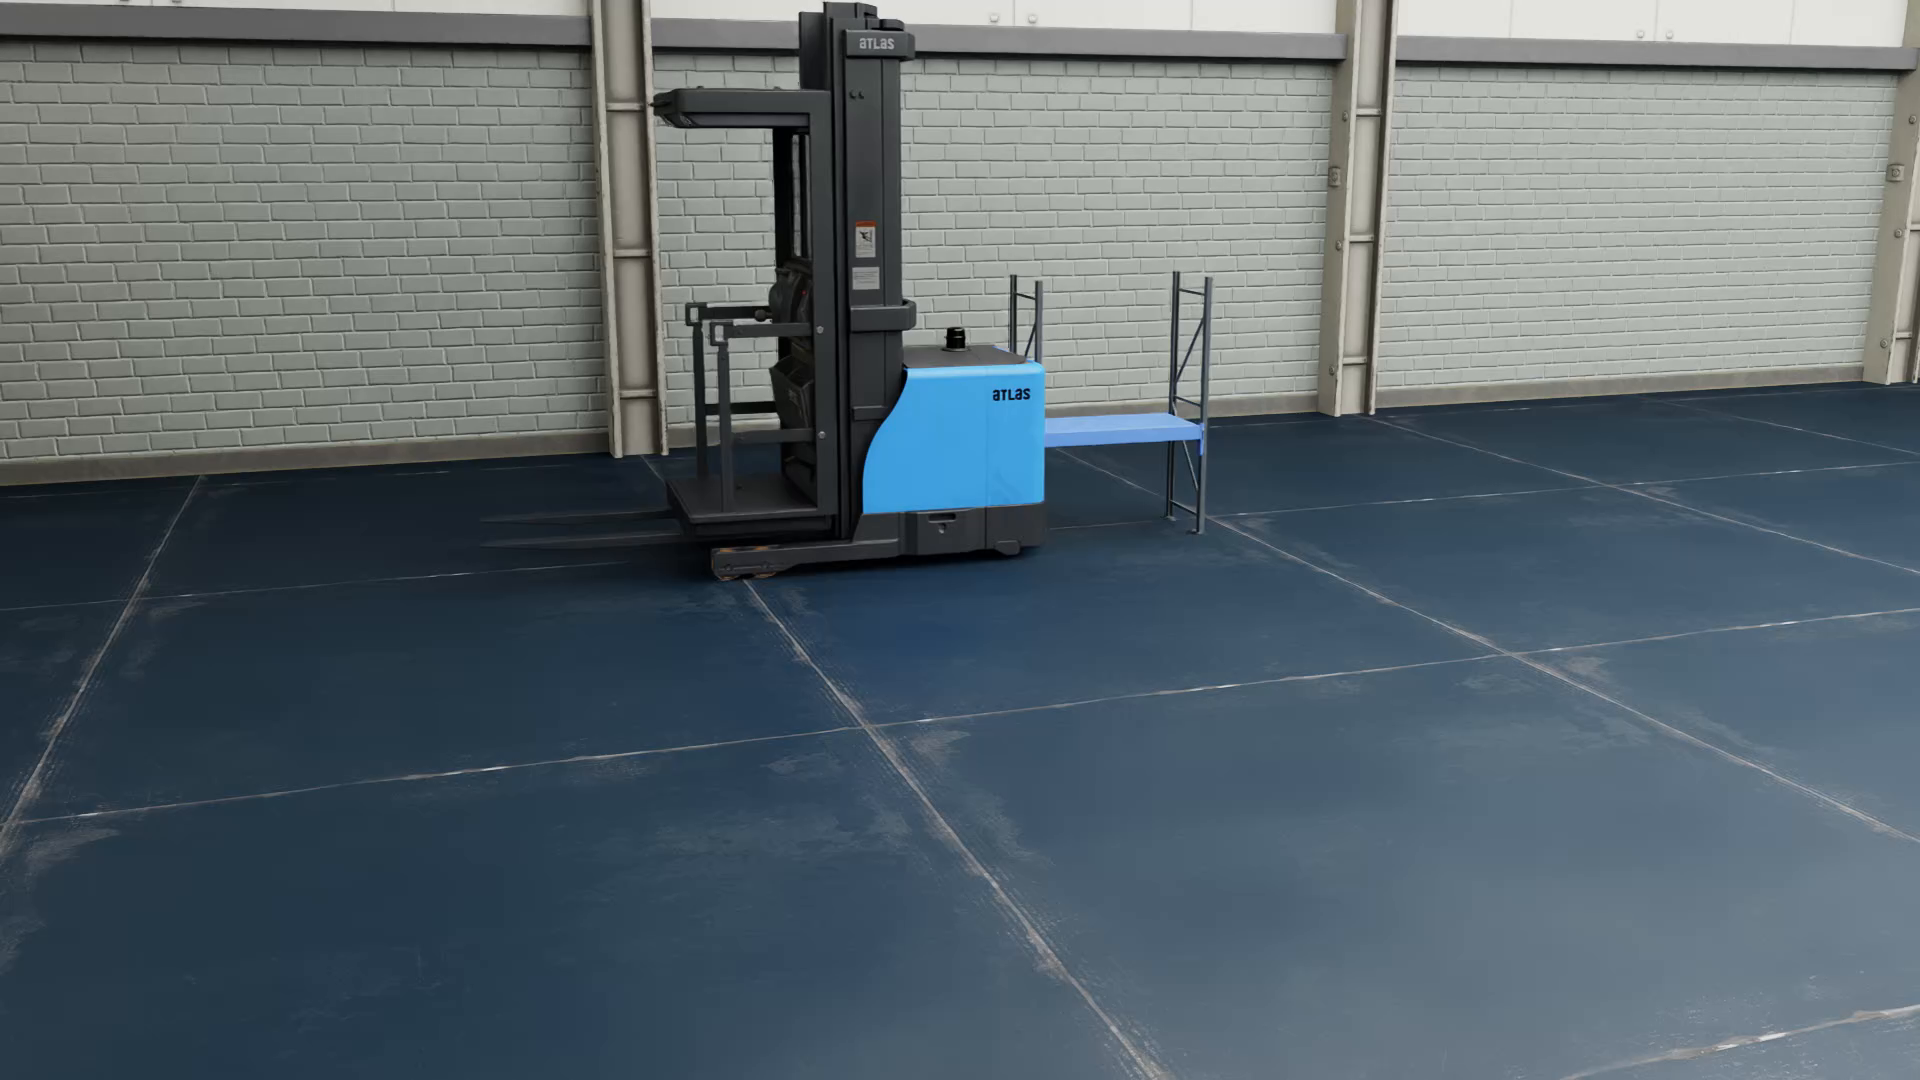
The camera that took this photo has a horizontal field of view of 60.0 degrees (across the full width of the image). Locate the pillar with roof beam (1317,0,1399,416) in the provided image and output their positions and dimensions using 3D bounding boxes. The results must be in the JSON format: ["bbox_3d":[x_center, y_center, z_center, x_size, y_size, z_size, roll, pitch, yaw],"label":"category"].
[{"bbox_3d":[4.671,-4.525,9.220,0.400,9.000,9.100,-4,14,-18],"label":"pillar with roof beam"}]

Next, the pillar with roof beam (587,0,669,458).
[{"bbox_3d":[-1.015,-4.082,7.358,0.400,9.000,9.100,-4,14,-18],"label":"pillar with roof beam"}]

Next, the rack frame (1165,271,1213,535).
[{"bbox_3d":[1.350,-0.817,9.835,0.032,1.500,0.500,-4,14,-16],"label":"rack frame"}]

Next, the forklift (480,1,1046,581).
[{"bbox_3d":[-1.096,-1.348,8.974,3.031,2.935,1.130,-4,14,-16],"label":"forklift"}]

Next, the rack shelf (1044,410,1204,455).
[{"bbox_3d":[0.862,-0.609,9.739,1.000,0.185,0.538,-4,14,-16],"label":"rack shelf"}]

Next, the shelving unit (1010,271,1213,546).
[{"bbox_3d":[0.862,-0.784,9.697,1.048,1.500,0.538,-4,14,-16],"label":"shelving unit"}]

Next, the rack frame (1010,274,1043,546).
[{"bbox_3d":[0.373,-0.751,9.560,0.032,1.500,0.500,-4,14,-16],"label":"rack frame"}]

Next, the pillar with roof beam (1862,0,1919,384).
[{"bbox_3d":[10.358,-4.968,11.081,0.400,9.000,9.100,-4,14,-18],"label":"pillar with roof beam"}]
